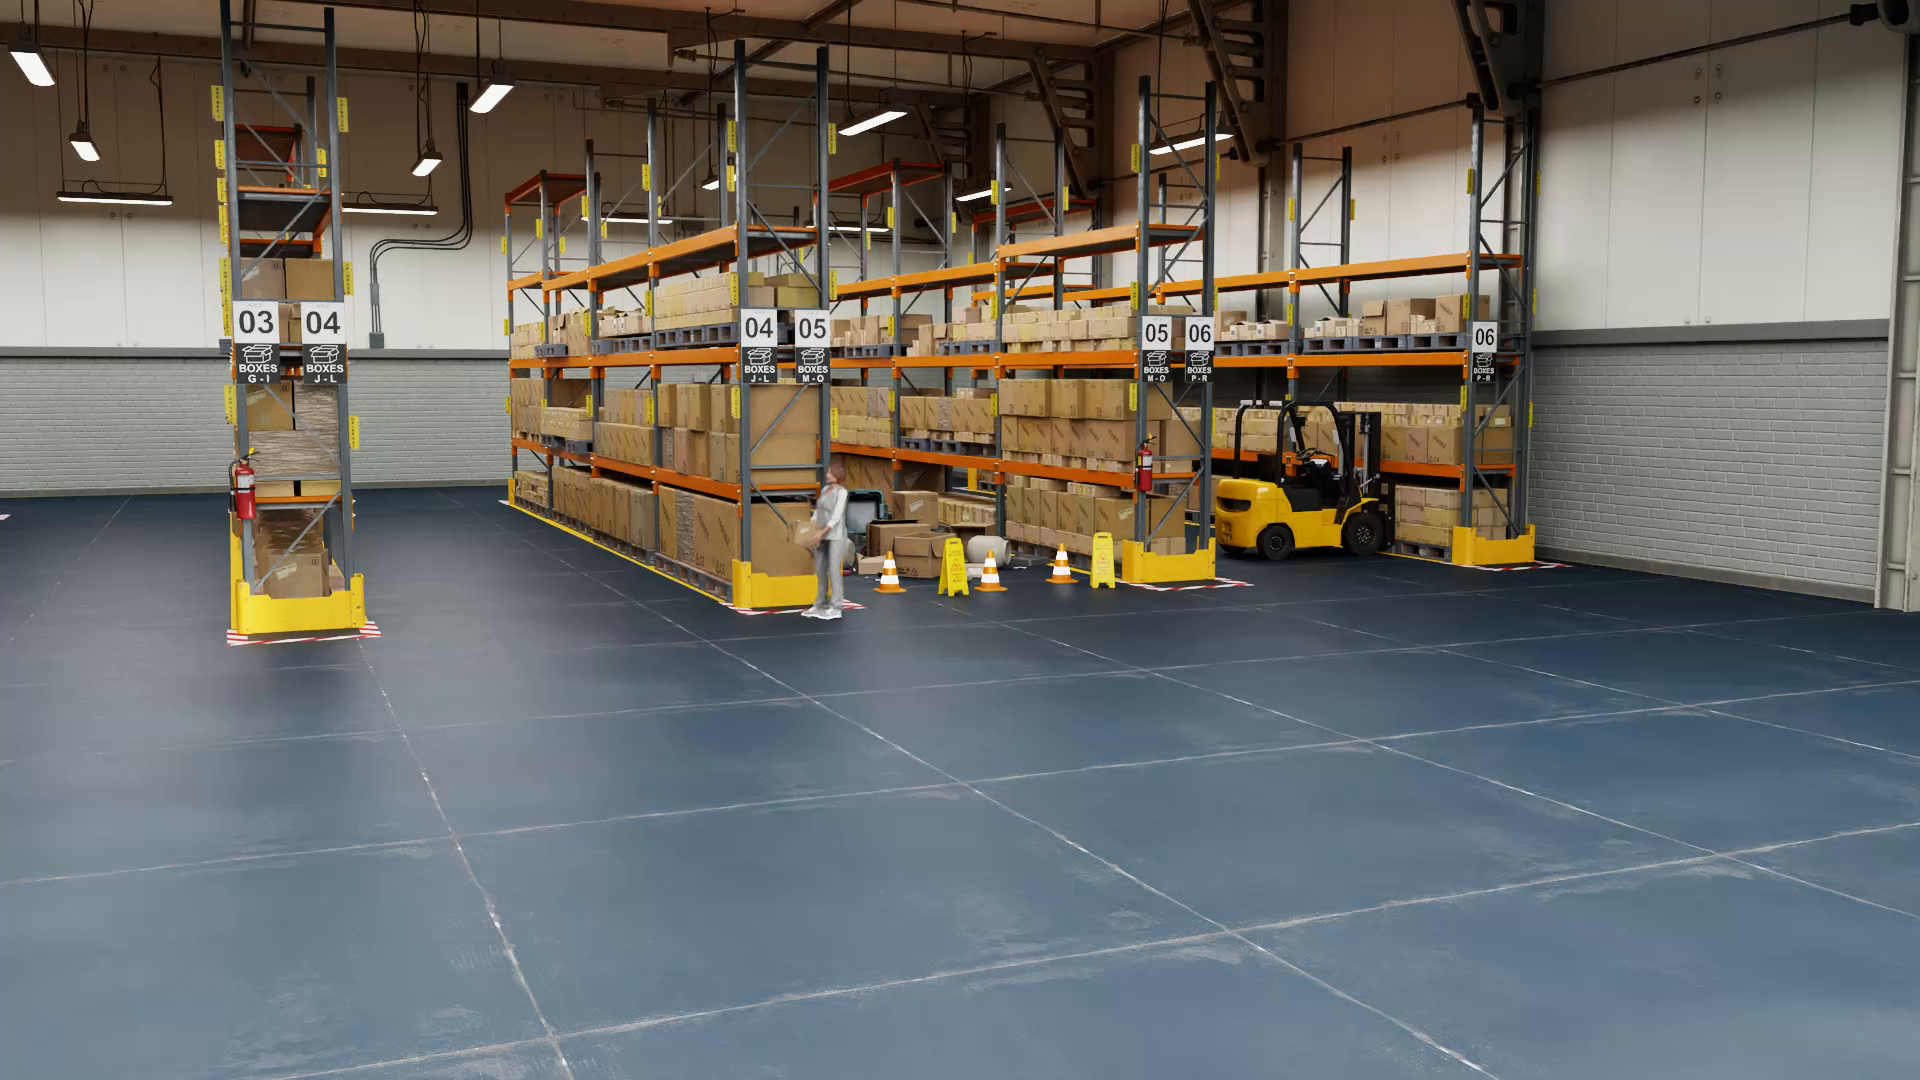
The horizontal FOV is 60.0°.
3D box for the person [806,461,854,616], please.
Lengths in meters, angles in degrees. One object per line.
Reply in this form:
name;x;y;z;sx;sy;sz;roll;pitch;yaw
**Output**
person;-1.335;-0.011;17.068;0.501;1.604;0.396;0;6;-2
